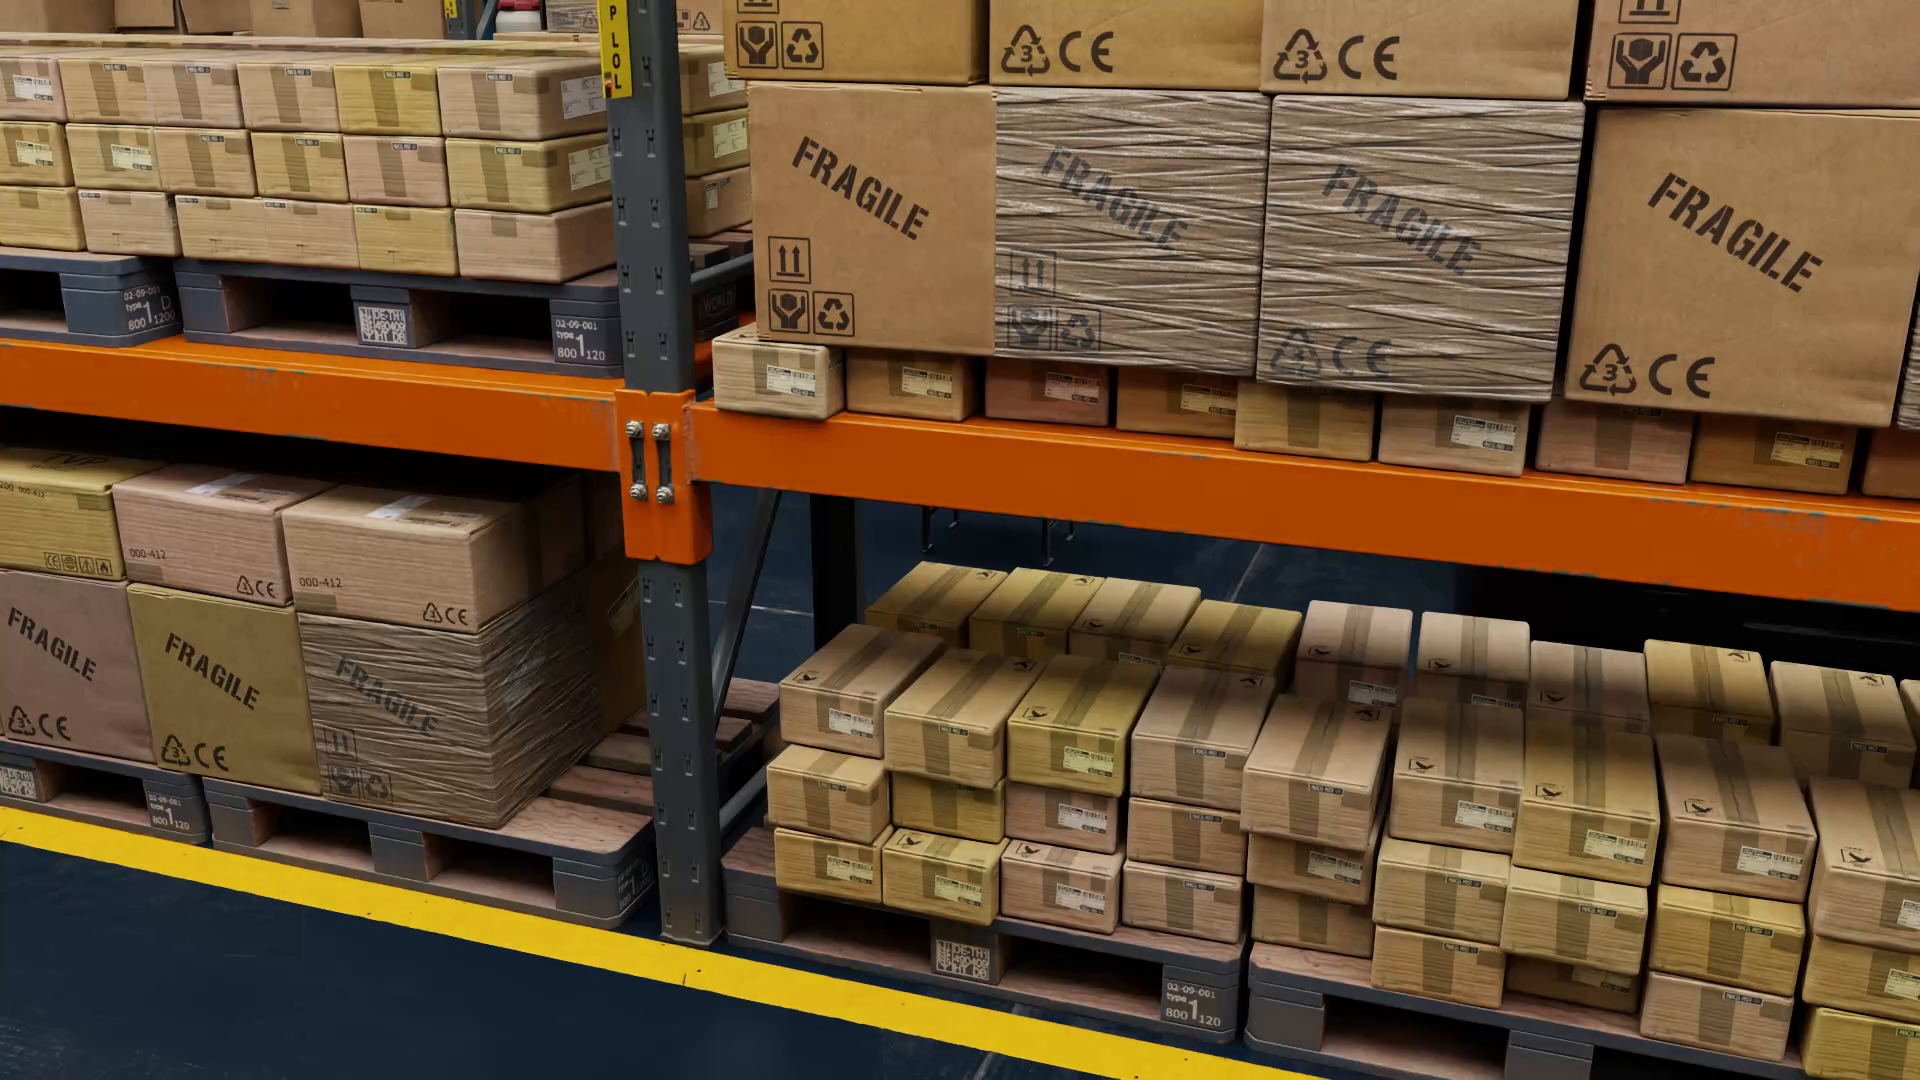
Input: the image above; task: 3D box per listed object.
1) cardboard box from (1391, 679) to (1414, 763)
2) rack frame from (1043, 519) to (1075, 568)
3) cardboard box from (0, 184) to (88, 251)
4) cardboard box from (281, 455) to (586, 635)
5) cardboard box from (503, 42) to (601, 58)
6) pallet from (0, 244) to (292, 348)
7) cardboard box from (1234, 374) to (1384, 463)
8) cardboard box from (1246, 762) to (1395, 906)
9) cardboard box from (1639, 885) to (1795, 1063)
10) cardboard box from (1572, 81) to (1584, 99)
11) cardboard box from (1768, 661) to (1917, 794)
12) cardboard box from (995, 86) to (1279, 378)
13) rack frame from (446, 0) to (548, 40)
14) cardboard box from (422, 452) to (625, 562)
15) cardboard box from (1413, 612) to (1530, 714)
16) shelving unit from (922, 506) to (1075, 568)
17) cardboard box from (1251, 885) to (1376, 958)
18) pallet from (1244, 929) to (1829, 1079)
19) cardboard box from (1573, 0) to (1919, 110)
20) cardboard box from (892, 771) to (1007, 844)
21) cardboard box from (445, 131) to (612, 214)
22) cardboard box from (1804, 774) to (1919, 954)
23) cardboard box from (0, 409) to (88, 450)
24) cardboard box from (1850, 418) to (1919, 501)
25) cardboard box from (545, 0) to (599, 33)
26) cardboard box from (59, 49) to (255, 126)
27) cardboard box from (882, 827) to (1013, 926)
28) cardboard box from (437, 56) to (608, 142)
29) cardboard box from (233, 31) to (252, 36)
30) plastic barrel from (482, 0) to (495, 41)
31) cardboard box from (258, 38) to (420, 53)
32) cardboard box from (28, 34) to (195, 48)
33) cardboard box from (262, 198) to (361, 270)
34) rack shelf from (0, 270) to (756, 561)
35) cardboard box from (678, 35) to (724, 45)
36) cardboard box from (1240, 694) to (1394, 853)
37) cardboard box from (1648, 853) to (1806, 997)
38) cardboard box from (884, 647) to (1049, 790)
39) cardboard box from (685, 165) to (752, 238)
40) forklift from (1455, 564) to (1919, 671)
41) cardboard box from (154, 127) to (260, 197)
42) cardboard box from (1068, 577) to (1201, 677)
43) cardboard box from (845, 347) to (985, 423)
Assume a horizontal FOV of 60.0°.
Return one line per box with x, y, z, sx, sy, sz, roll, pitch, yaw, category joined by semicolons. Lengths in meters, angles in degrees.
1.142;0.478;3.890;0.250;0.149;0.380;6;20;15;cardboard box
0.387;-0.947;6.104;0.015;2.100;0.400;7;20;18;rack frame
-2.148;-0.829;4.140;0.250;0.149;0.380;7;21;20;cardboard box
-1.263;-0.002;4.045;0.500;0.250;0.500;6;20;17;cardboard box
-0.963;-1.202;4.308;0.250;0.149;0.380;7;20;20;cardboard box
-2.372;-0.768;4.515;1.213;0.211;1.003;7;20;18;pallet
0.693;-0.281;3.207;0.250;0.149;0.380;7;20;19;cardboard box
0.778;0.600;3.540;0.250;0.149;0.380;8;21;21;cardboard box
1.488;0.842;3.297;0.250;0.149;0.380;7;20;19;cardboard box
1.033;-0.741;3.540;0.500;0.500;0.500;6;20;18;cardboard box
1.902;0.415;3.616;0.250;0.149;0.380;7;21;20;cardboard box
0.378;-0.633;3.230;0.500;0.500;0.500;7;20;18;cardboard box
-2.532;-2.591;9.453;0.127;3.000;1.000;7;20;18;rack frame
-1.088;-0.162;4.504;0.500;0.250;0.500;6;20;16;cardboard box
1.201;0.315;3.906;0.250;0.149;0.380;6;20;16;cardboard box
0.156;-0.974;6.179;0.503;2.100;0.431;7;20;18;shelving unit
0.787;0.729;3.622;0.250;0.149;0.380;6;20;16;cardboard box
1.326;0.882;3.726;1.213;0.211;1.003;7;20;18;pallet
1.315;-0.992;2.742;0.500;0.500;0.500;6;20;16;cardboard box
0.029;0.518;3.776;0.250;0.149;0.380;7;20;18;cardboard box
-0.917;-0.830;3.691;0.250;0.149;0.380;7;20;20;cardboard box
1.718;0.600;3.088;0.250;0.149;0.380;7;21;20;cardboard box
-2.741;-0.170;4.527;0.500;0.250;0.500;7;20;18;cardboard box
1.713;-0.191;2.949;0.250;0.149;0.380;6;20;16;cardboard box
-1.846;-3.028;9.030;0.637;0.503;0.797;7;20;20;cardboard box
-1.896;-1.084;3.970;0.250;0.149;0.380;6;20;16;cardboard box
0.013;0.688;3.739;0.250;0.149;0.380;7;20;20;cardboard box
-0.920;-0.971;3.645;0.250;0.149;0.380;8;21;21;cardboard box
-4.039;-2.971;10.133;0.500;0.250;0.500;6;20;17;cardboard box
-4.419;-4.664;14.638;0.708;0.901;0.600;7;20;18;plastic barrel
-1.681;-1.286;4.548;0.250;0.149;0.380;6;20;18;cardboard box
-2.421;-1.370;4.789;0.250;0.149;0.380;8;21;21;cardboard box
-1.397;-0.744;3.898;0.250;0.149;0.380;6;20;18;cardboard box
-2.366;-0.504;4.559;4.000;0.370;1.077;7;20;18;rack shelf
-1.189;-2.392;8.730;0.500;0.500;0.500;6;20;17;cardboard box
0.744;0.475;3.446;0.250;0.149;0.380;7;20;19;cardboard box
1.489;0.702;3.246;0.250;0.149;0.380;8;21;21;cardboard box
0.022;0.389;3.693;0.250;0.149;0.380;8;21;21;cardboard box
-0.698;-0.893;4.325;0.250;0.149;0.380;6;20;15;cardboard box
3.261;-1.041;5.206;3.031;2.867;1.129;5;20;15;forklift
-1.660;-0.914;3.932;0.250;0.149;0.380;6;20;16;cardboard box
0.437;0.236;4.130;0.250;0.149;0.380;6;20;18;cardboard box
-0.048;-0.372;3.468;0.250;0.149;0.380;7;20;20;cardboard box
